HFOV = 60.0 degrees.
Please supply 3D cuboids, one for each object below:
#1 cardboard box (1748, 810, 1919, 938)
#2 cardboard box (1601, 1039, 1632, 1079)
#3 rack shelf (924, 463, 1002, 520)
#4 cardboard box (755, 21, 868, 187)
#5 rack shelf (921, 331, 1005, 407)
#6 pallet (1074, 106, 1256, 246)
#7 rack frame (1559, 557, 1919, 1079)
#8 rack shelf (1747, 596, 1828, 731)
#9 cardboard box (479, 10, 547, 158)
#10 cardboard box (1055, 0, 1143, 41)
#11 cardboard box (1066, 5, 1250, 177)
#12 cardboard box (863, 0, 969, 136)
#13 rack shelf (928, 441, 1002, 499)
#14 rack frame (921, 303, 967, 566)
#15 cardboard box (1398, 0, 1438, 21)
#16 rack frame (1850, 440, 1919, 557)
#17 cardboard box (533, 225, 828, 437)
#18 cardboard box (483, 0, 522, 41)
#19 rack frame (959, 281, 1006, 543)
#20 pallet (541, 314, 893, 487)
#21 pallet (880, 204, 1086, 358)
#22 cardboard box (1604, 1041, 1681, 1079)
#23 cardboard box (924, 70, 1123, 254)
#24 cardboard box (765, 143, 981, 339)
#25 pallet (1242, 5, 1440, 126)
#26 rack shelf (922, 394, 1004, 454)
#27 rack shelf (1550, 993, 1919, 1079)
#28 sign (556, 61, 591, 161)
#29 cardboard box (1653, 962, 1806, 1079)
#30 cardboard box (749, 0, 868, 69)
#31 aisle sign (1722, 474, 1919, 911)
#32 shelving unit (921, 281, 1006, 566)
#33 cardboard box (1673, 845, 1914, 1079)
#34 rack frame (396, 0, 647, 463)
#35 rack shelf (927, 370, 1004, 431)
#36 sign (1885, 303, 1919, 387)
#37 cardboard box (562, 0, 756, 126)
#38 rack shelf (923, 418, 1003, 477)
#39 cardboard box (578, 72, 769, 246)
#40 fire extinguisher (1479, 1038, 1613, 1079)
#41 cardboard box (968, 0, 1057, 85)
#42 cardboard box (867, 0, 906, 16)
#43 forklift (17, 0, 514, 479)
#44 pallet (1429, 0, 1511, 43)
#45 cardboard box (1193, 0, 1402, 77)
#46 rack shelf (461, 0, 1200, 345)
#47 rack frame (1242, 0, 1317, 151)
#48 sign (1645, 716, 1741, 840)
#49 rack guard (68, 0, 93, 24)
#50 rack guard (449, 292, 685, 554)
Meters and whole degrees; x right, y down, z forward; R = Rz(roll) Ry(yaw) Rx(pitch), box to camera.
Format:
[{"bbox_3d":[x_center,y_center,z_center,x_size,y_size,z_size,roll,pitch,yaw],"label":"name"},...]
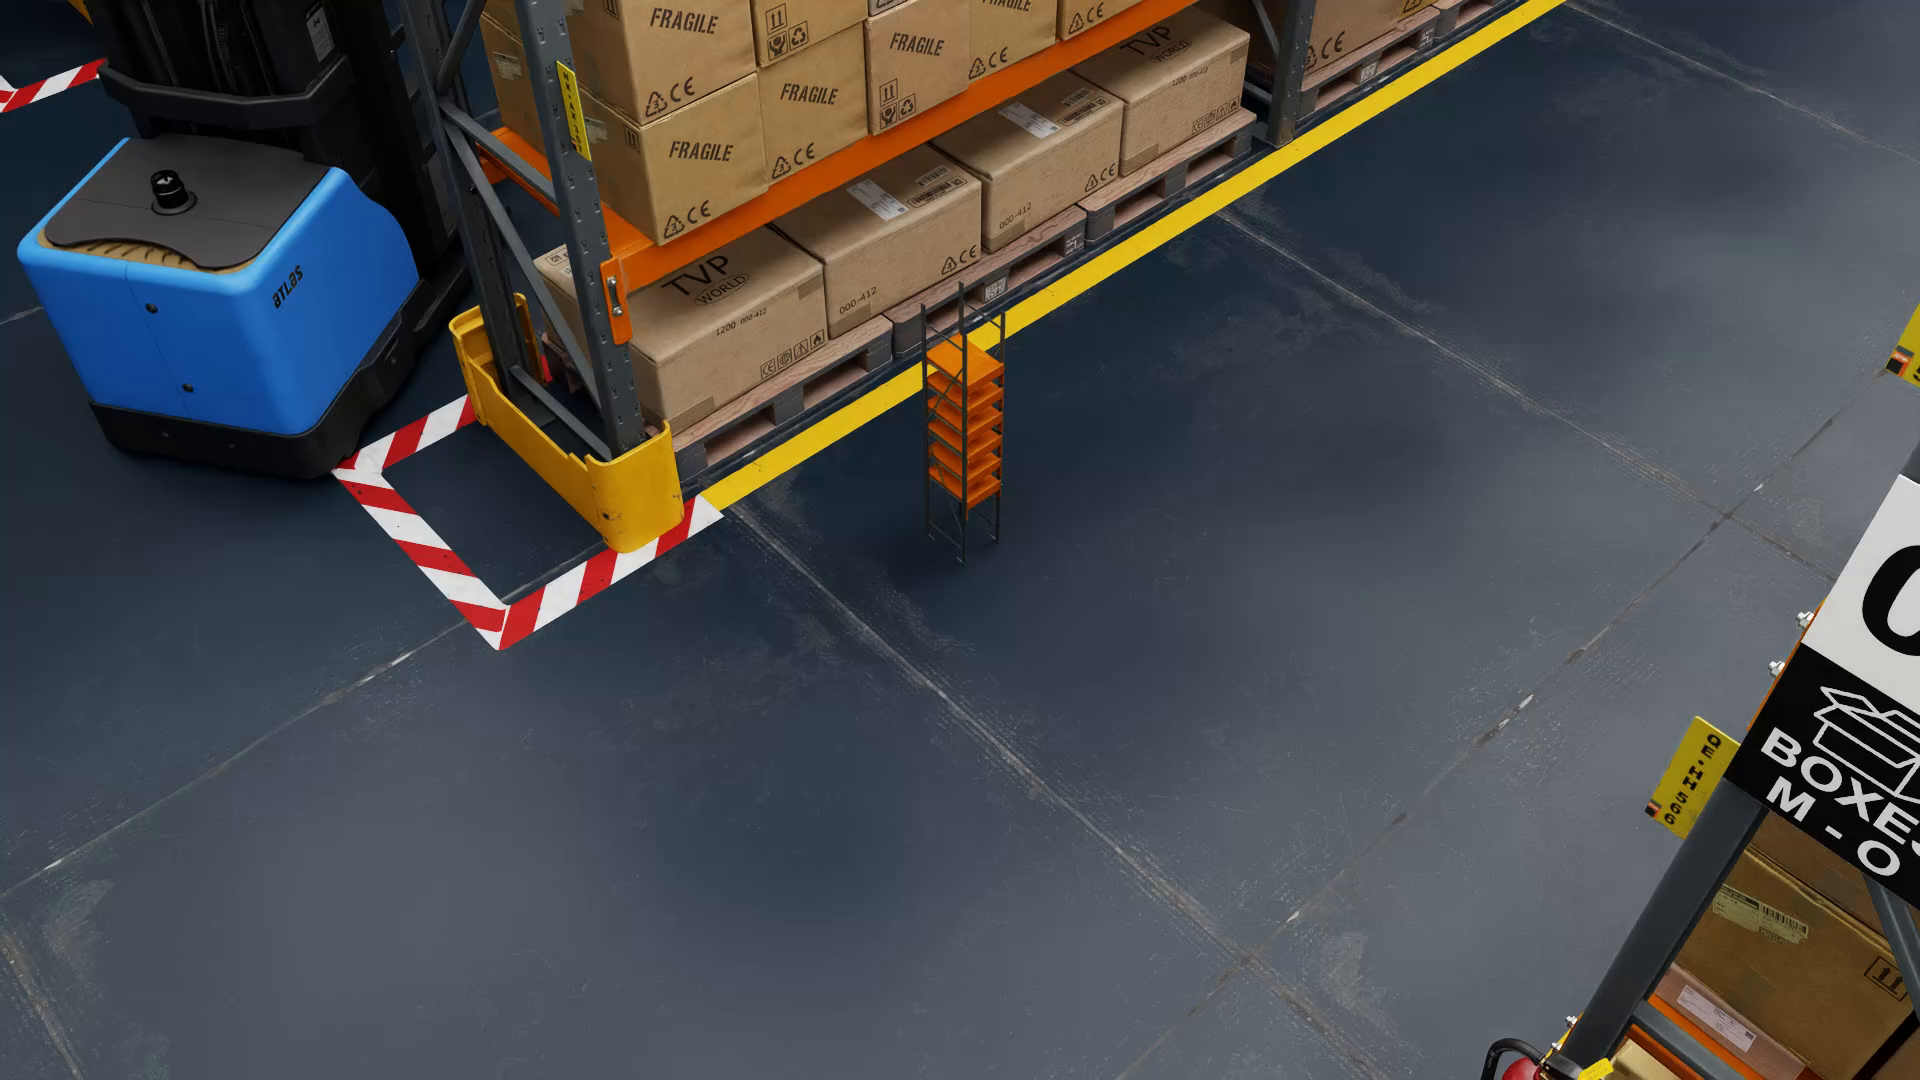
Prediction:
[{"bbox_3d":[1.969,0.449,3.344,0.500,0.500,0.500,-35,56,-28],"label":"cardboard box"},{"bbox_3d":[1.996,1.592,4.692,0.250,0.149,0.380,-35,56,-28],"label":"cardboard box"},{"bbox_3d":[0.011,-0.221,6.525,0.180,0.103,0.258,-34,56,-27],"label":"rack shelf"},{"bbox_3d":[-0.703,-1.737,6.244,0.500,0.500,0.500,-35,56,-28],"label":"cardboard box"},{"bbox_3d":[0.011,-0.628,6.084,0.180,0.103,0.258,-34,56,-27],"label":"rack shelf"},{"bbox_3d":[0.737,-2.056,8.503,1.213,0.211,1.003,-34,56,-27],"label":"pallet"},{"bbox_3d":[1.798,1.285,3.524,0.127,3.000,1.000,-34,56,-27],"label":"rack frame"},{"bbox_3d":[3.277,-0.477,3.598,4.000,0.370,1.077,-34,56,-27],"label":"rack shelf"},{"bbox_3d":[-1.428,-1.773,6.277,0.500,0.500,0.500,-33,56,-27],"label":"cardboard box"},{"bbox_3d":[0.442,-2.486,6.935,0.500,0.500,0.500,-35,56,-28],"label":"cardboard box"},{"bbox_3d":[0.816,-2.356,8.341,0.875,0.438,0.875,-35,56,-28],"label":"cardboard box"},{"bbox_3d":[-0.315,-1.979,6.467,0.500,0.500,0.500,-34,56,-27],"label":"cardboard box"},{"bbox_3d":[0.011,-0.303,6.436,0.180,0.103,0.258,-34,56,-27],"label":"rack shelf"},{"bbox_3d":[-0.057,-0.369,6.274,0.006,1.200,0.240,-34,56,-27],"label":"rack frame"},{"bbox_3d":[2.420,-3.557,9.151,0.875,0.875,0.875,-32,55,-26],"label":"cardboard box"},{"bbox_3d":[1.798,-0.750,1.319,0.127,3.000,1.000,-34,56,-27],"label":"rack frame"},{"bbox_3d":[-1.186,-1.011,7.100,0.875,0.438,0.875,-36,57,-28],"label":"cardboard box"},{"bbox_3d":[-1.411,-2.098,5.896,0.500,0.500,0.500,-32,55,-26],"label":"cardboard box"},{"bbox_3d":[0.078,-0.459,6.357,0.006,1.200,0.240,-34,56,-27],"label":"rack frame"},{"bbox_3d":[-1.068,-0.849,7.390,1.213,0.211,1.003,-34,56,-27],"label":"pallet"},{"bbox_3d":[-0.166,-1.449,7.944,1.213,0.211,1.003,-34,56,-27],"label":"pallet"},{"bbox_3d":[2.019,1.508,4.567,0.250,0.149,0.380,-33,55,-27],"label":"cardboard box"},{"bbox_3d":[0.154,-1.913,7.932,0.875,0.438,0.875,-35,56,-28],"label":"cardboard box"},{"bbox_3d":[-0.515,-1.468,7.521,0.875,0.438,0.875,-32,55,-26],"label":"cardboard box"},{"bbox_3d":[1.873,-2.811,9.200,1.213,0.211,1.003,-34,56,-27],"label":"pallet"},{"bbox_3d":[0.011,-0.465,6.260,0.180,0.103,0.258,-34,56,-27],"label":"rack shelf"},{"bbox_3d":[3.277,0.540,4.700,4.000,0.370,1.077,-34,56,-27],"label":"rack shelf"},{"bbox_3d":[-1.238,-1.373,5.333,0.005,0.325,0.100,-34,56,-27],"label":"sign"},{"bbox_3d":[1.849,1.055,3.906,0.250,0.149,0.380,-34,56,-27],"label":"cardboard box"},{"bbox_3d":[-0.683,-2.072,5.872,0.500,0.500,0.500,-35,56,-28],"label":"cardboard box"},{"bbox_3d":[1.542,0.276,2.685,0.004,0.787,0.394,-34,56,-27],"label":"aisle sign"},{"bbox_3d":[0.011,-0.414,6.316,0.189,1.200,0.258,-34,56,-27],"label":"shelving unit"},{"bbox_3d":[1.957,0.788,3.712,0.500,0.500,0.500,-33,55,-26],"label":"cardboard box"},{"bbox_3d":[-1.607,-1.357,5.961,0.127,3.000,1.000,-34,56,-27],"label":"rack frame"},{"bbox_3d":[0.011,-0.547,6.172,0.180,0.103,0.258,-34,56,-27],"label":"rack shelf"},{"bbox_3d":[1.439,-0.344,2.383,0.005,0.325,0.100,-34,56,-27],"label":"sign"},{"bbox_3d":[-1.060,-1.812,5.633,0.500,0.500,0.500,-35,56,-28],"label":"cardboard box"},{"bbox_3d":[0.011,-0.384,6.348,0.180,0.103,0.258,-34,56,-27],"label":"rack shelf"},{"bbox_3d":[-1.059,-1.472,5.999,0.500,0.500,0.500,-34,56,-27],"label":"cardboard box"},{"bbox_3d":[1.301,1.311,3.806,0.183,0.674,0.296,-34,56,-27],"label":"fire extinguisher"},{"bbox_3d":[0.044,-2.236,6.704,0.500,0.500,0.500,-32,55,-26],"label":"cardboard box"},{"bbox_3d":[-0.307,-2.330,6.111,0.500,0.500,0.500,-34,56,-27],"label":"cardboard box"},{"bbox_3d":[-2.798,-2.351,6.925,1.130,2.935,3.031,10,48,9],"label":"forklift"},{"bbox_3d":[2.776,-3.418,9.760,1.213,0.211,1.003,-34,56,-27],"label":"pallet"},{"bbox_3d":[1.757,-3.107,8.735,0.875,0.875,0.875,-32,55,-26],"label":"cardboard box"},{"bbox_3d":[-0.127,-2.102,7.138,4.000,0.370,1.077,-34,56,-27],"label":"rack shelf"},{"bbox_3d":[1.352,-3.335,7.786,0.127,3.000,1.000,-34,56,-27],"label":"rack frame"},{"bbox_3d":[1.439,0.473,3.269,0.005,0.325,0.100,-34,56,-27],"label":"sign"},{"bbox_3d":[-4.893,-3.244,9.403,0.348,0.500,1.175,-34,56,-27],"label":"rack guard"},{"bbox_3d":[-1.625,-0.497,6.869,0.348,0.500,1.175,-34,56,-27],"label":"rack guard"}]
